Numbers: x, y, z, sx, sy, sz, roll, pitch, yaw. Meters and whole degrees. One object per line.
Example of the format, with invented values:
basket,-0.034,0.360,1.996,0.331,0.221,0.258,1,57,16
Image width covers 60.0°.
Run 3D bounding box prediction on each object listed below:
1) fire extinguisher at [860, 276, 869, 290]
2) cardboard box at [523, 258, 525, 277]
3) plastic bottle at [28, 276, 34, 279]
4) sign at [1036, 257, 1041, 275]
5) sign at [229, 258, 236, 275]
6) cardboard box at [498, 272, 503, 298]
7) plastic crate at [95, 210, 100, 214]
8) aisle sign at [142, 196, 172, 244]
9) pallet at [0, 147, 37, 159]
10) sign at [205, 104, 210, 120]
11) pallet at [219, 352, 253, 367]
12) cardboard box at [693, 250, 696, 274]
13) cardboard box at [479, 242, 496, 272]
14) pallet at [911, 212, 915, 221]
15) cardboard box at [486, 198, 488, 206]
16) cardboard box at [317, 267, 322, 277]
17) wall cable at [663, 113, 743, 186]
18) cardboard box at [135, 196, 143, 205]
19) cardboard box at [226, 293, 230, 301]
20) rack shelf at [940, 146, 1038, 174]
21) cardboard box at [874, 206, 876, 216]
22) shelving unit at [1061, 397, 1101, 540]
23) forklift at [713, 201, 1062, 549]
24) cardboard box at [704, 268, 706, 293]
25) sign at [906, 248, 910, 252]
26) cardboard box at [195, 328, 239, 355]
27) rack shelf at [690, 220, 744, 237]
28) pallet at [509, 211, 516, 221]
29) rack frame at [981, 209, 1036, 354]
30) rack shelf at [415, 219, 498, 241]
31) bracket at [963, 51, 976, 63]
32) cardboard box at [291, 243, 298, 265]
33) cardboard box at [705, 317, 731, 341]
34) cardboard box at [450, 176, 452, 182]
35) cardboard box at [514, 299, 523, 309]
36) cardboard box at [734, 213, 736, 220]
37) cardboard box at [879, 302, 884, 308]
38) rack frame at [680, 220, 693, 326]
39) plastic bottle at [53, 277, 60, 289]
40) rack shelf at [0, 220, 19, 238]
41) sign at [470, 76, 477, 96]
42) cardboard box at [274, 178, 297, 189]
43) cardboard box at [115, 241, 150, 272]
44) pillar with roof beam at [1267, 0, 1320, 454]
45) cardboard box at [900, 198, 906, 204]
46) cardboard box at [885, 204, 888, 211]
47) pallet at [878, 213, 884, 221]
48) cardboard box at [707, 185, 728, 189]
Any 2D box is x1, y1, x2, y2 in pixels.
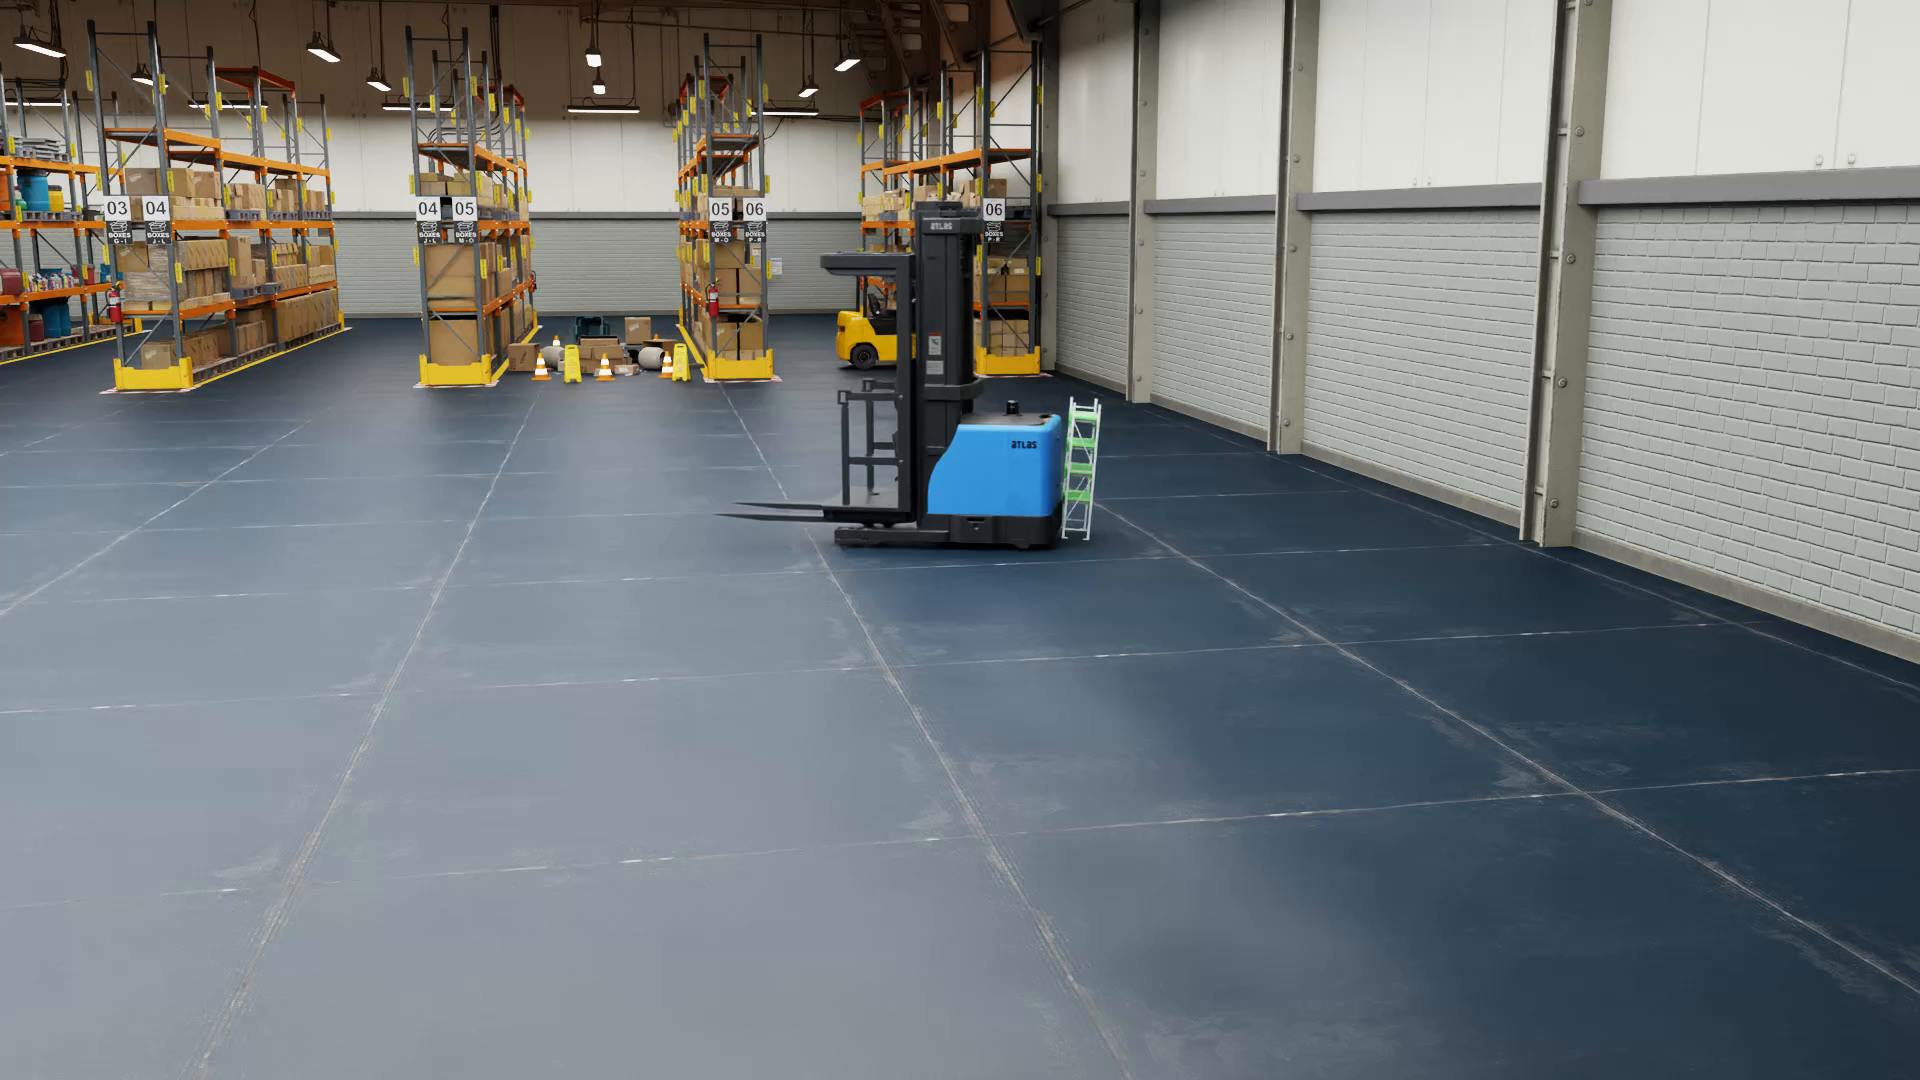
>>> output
fire extinguisher,-2.696,-7.317,46.323,0.296,0.674,0.183,-2,11,-11
cardboard box,-11.092,-6.801,41.342,0.500,0.500,0.500,-2,11,-11
plastic bottle,-21.096,-5.846,37.721,0.152,0.276,0.135,-2,11,-11
sign,1.444,-5.077,30.822,0.100,0.325,0.005,-2,11,-11
sign,-13.938,-5.232,31.849,0.100,0.325,0.005,-2,11,-11
cardboard box,-9.422,-5.103,33.218,0.500,0.500,0.500,-2,11,-10
plastic crate,-21.860,-8.135,41.743,0.497,0.269,0.590,-2,11,-11
aisle sign,-13.385,-5.329,27.719,0.394,0.787,0.004,-2,11,-11
pallet,-20.215,-8.131,34.922,1.213,0.211,1.003,-2,11,-11
sign,-15.790,-8.982,34.901,0.100,0.325,0.005,-2,11,-11
pallet,-14.622,-3.559,32.829,1.003,0.211,1.213,-2,11,-11
cardboard box,-5.666,-6.190,37.012,0.500,0.500,0.500,-2,11,-13
cardboard box,-9.325,-5.386,31.684,0.875,0.550,0.550,-2,11,-11
pallet,-0.438,-7.321,37.619,1.213,0.211,1.003,-2,11,-8
cardboard box,-8.902,-6.218,30.603,0.380,0.149,0.250,-2,11,-11
cardboard box,-16.057,-6.607,40.995,0.500,0.250,0.500,-2,11,-10
wall cable,-7.726,-11.354,50.283,2.355,3.000,0.029,-2,11,-11
cardboard box,-13.987,-5.740,28.142,0.380,0.149,0.250,-2,11,-13
cardboard box,-14.139,-4.634,31.691,0.380,0.149,0.250,-2,11,-11
rack shelf,0.509,-7.358,32.281,1.077,0.370,4.000,-2,11,-11
cardboard box,-1.975,-8.609,43.491,0.500,0.250,0.500,-2,11,-10
shelving unit,1.067,-0.644,14.821,0.258,1.200,0.503,4,11,0
forklift,-0.642,-1.470,14.583,3.031,2.935,1.130,2,11,9
cardboard box,-4.533,-4.881,31.257,0.500,0.500,0.500,-2,11,-11
sign,-1.188,-6.569,38.305,0.100,0.325,0.005,-2,11,-11
cardboard box,-14.567,-3.887,32.607,0.700,0.500,0.500,-3,11,-15
rack shelf,-5.137,-6.633,35.426,1.077,0.370,4.000,-2,11,-11
pallet,-10.185,-6.946,35.650,1.213,0.211,1.003,-2,11,-8
rack frame,0.898,-4.594,30.810,1.000,3.000,0.127,-2,11,-11
rack shelf,-9.195,-5.701,30.529,1.077,0.370,4.000,-2,11,-11
bracket,0.212,-10.481,36.069,0.235,0.232,0.430,-2,11,-11
cardboard box,-15.892,-6.678,38.811,0.797,0.503,0.637,-2,11,-12
cardboard box,-4.683,-4.059,32.226,0.500,0.500,0.500,-2,11,-8
cardboard box,-9.646,-6.679,30.891,0.380,0.149,0.250,-2,11,-10
cardboard box,-10.747,-5.634,39.833,0.500,0.250,0.500,-2,11,-13
cardboard box,-4.001,-6.023,30.969,0.380,0.149,0.250,-2,11,-13
cardboard box,-1.858,-6.042,43.983,0.700,0.500,0.500,-3,11,-13
rack frame,-7.082,-7.347,45.275,1.000,3.000,0.127,-2,11,-11
plastic bottle,-20.294,-5.767,37.307,0.152,0.276,0.135,-2,11,-11
rack shelf,-19.716,-6.093,32.586,1.077,0.370,4.000,-2,11,-11
sign,-8.260,-7.717,28.252,0.100,0.325,0.005,-2,11,-11
cardboard box,-16.201,-8.572,40.027,0.500,0.250,0.500,-3,11,-15
cardboard box,-14.040,-4.831,28.316,0.500,0.500,0.500,-2,11,-11
pillar with roof beam,-0.242,-5.344,18.706,9.100,9.000,0.400,-2,11,-11
cardboard box,-1.216,-8.047,39.470,0.380,0.149,0.250,-2,11,-12
cardboard box,-1.641,-8.190,40.962,0.380,0.149,0.250,-2,11,-10
pallet,-1.378,-8.054,41.468,1.213,0.211,1.003,-2,11,-11
cardboard box,-4.986,-7.100,33.894,0.500,0.250,0.500,-2,11,-10
